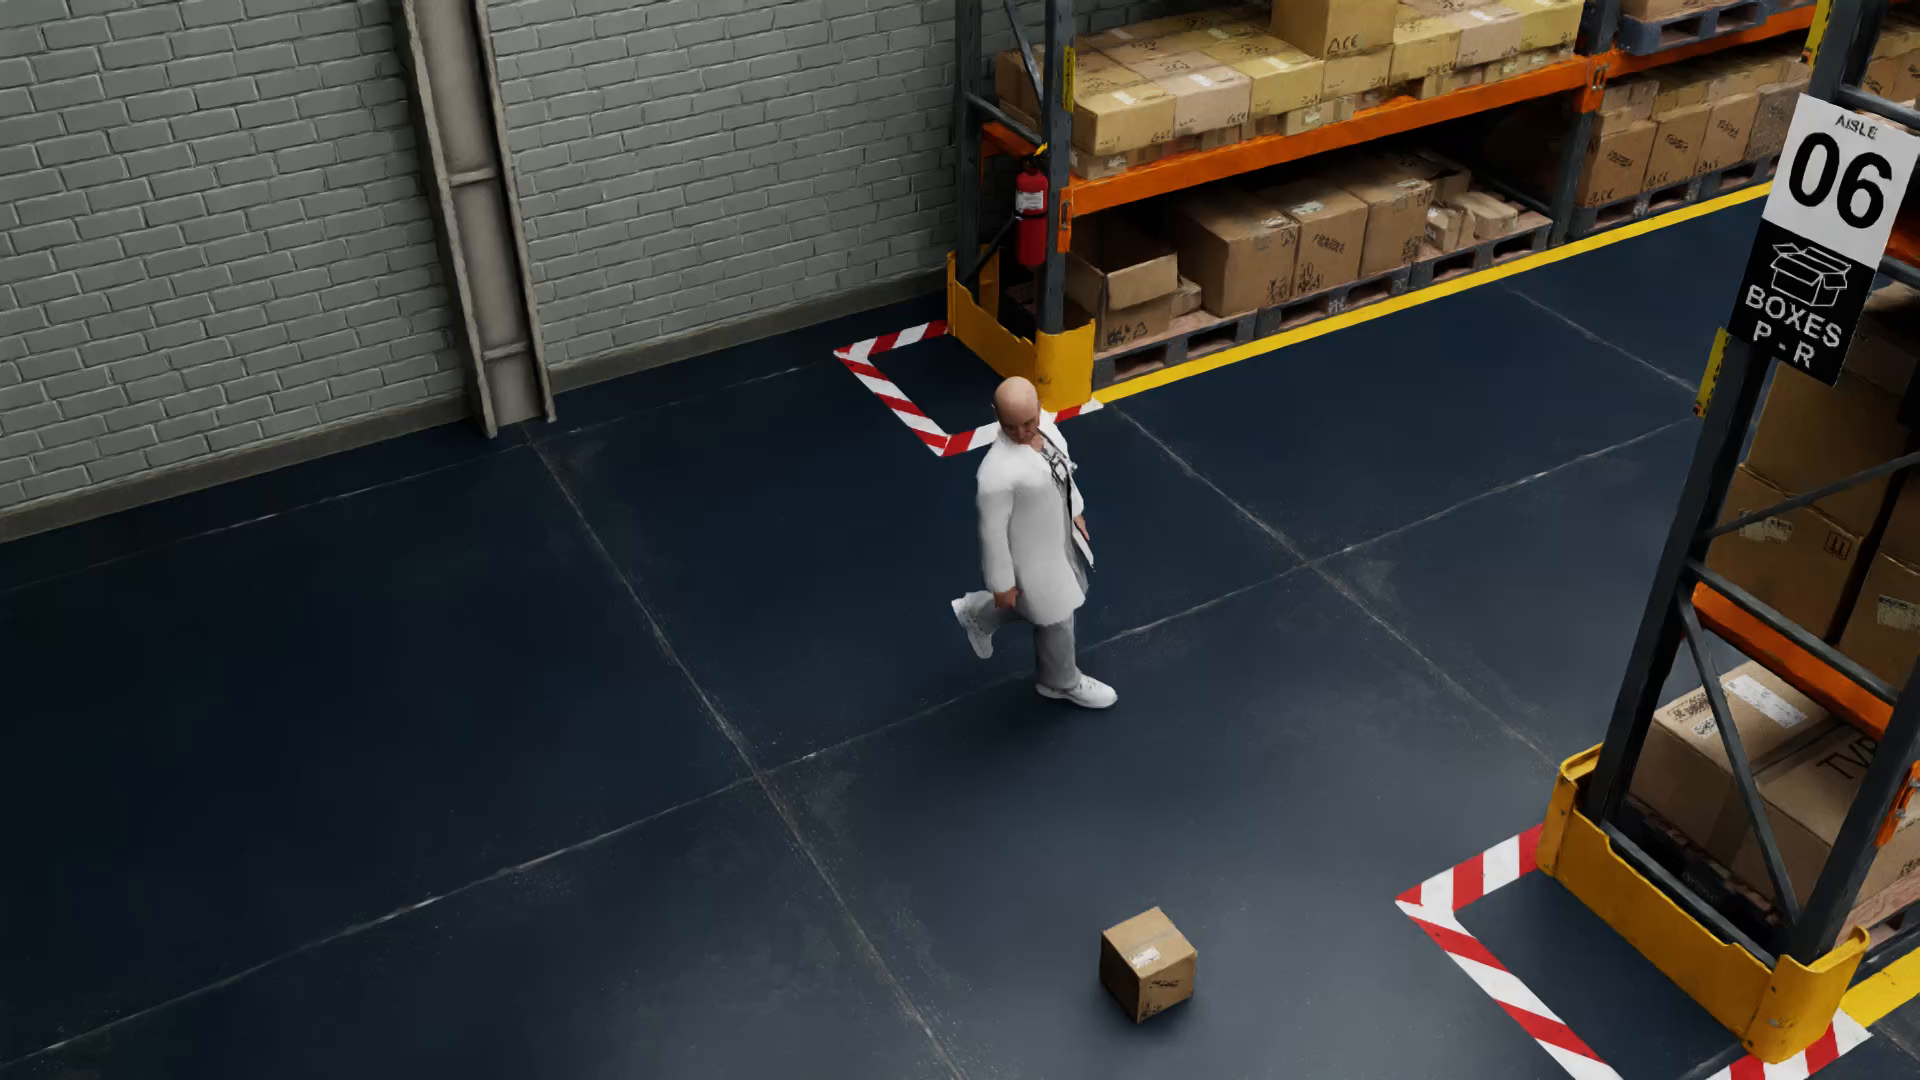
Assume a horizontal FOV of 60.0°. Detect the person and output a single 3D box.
[{"bbox_3d":[0.291,0.037,6.912,0.777,1.739,0.646,11,38,15],"label":"person"}]
